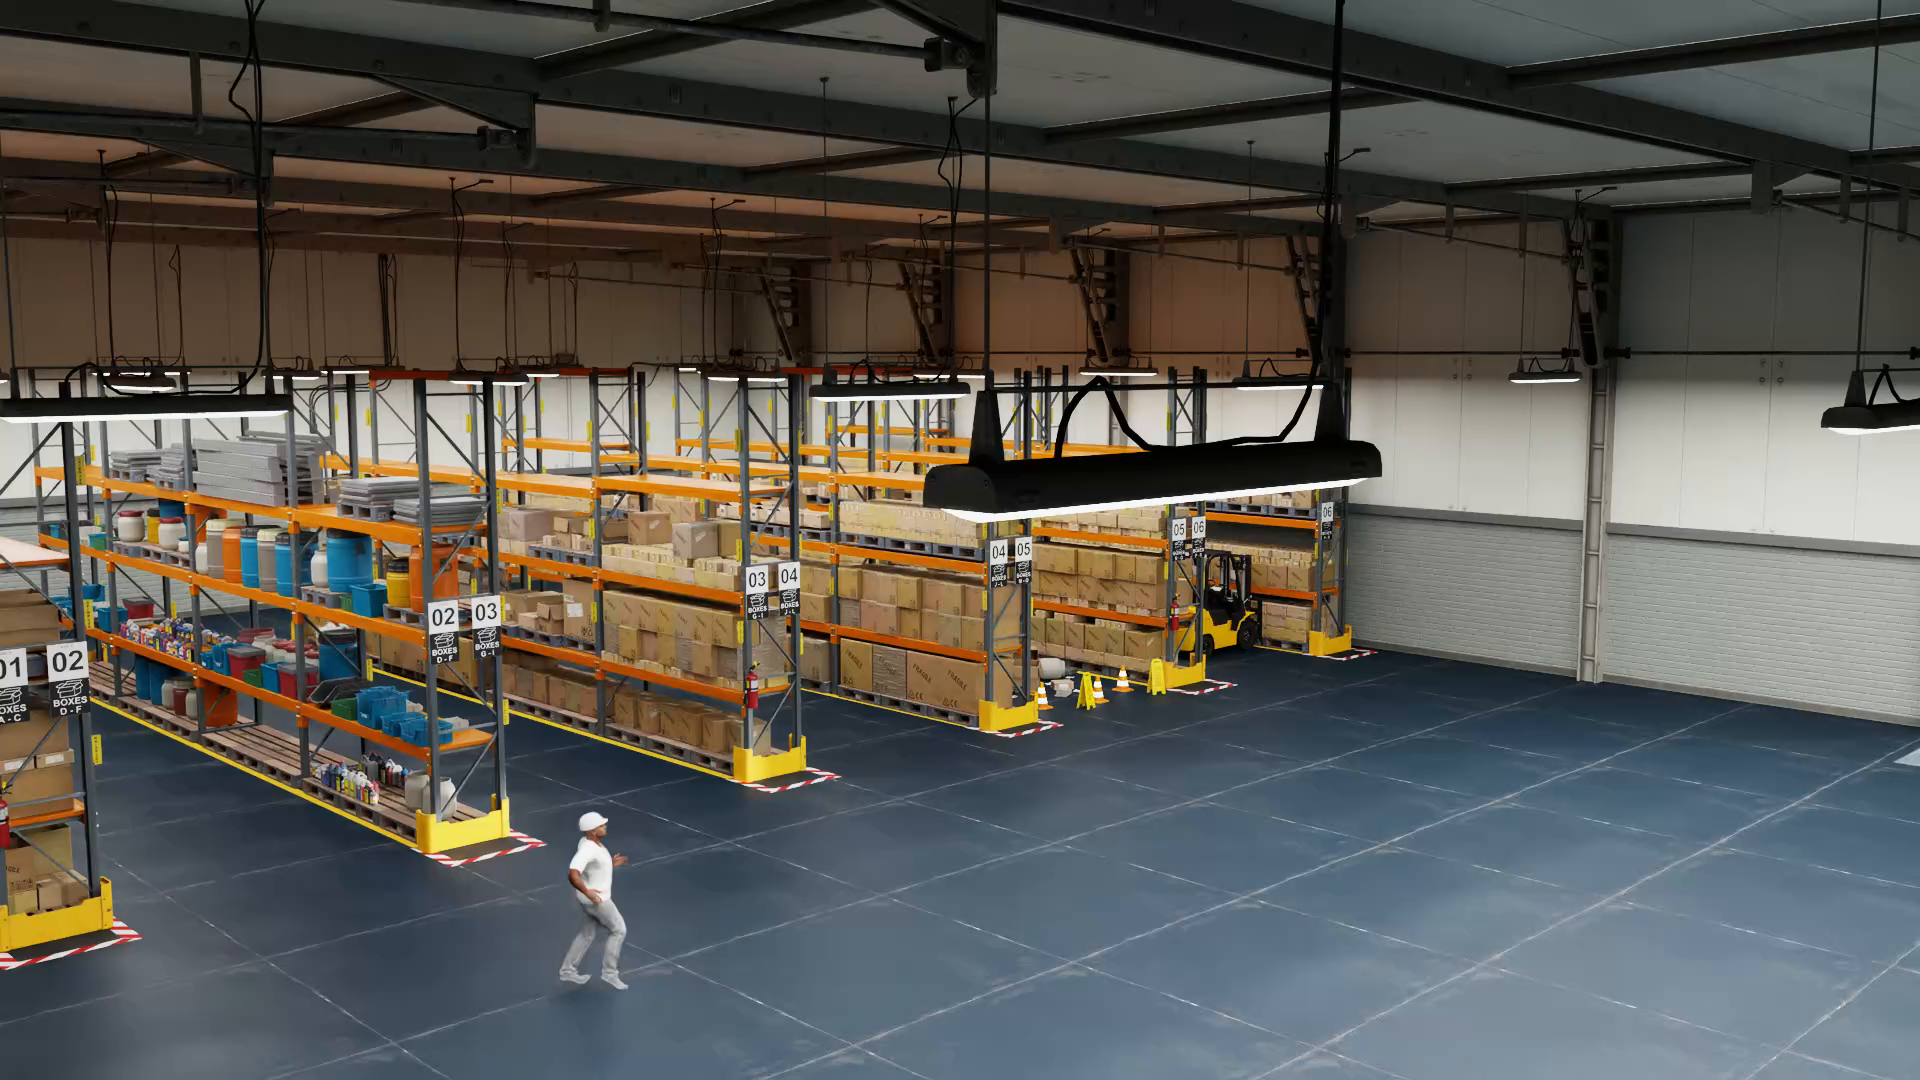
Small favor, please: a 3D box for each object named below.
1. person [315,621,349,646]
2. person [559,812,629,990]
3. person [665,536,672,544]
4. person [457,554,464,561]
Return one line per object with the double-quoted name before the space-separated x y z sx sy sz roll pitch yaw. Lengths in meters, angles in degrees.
"person" -11.213 2.094 29.886 0.774 1.770 0.671 5 8 38
"person" -3.627 3.592 16.523 0.734 1.821 0.672 -3 7 -21
"person" -7.796 0.540 44.116 0.813 1.594 0.835 -4 7 -30
"person" -11.905 1.114 39.176 0.764 1.635 0.518 2 7 16
